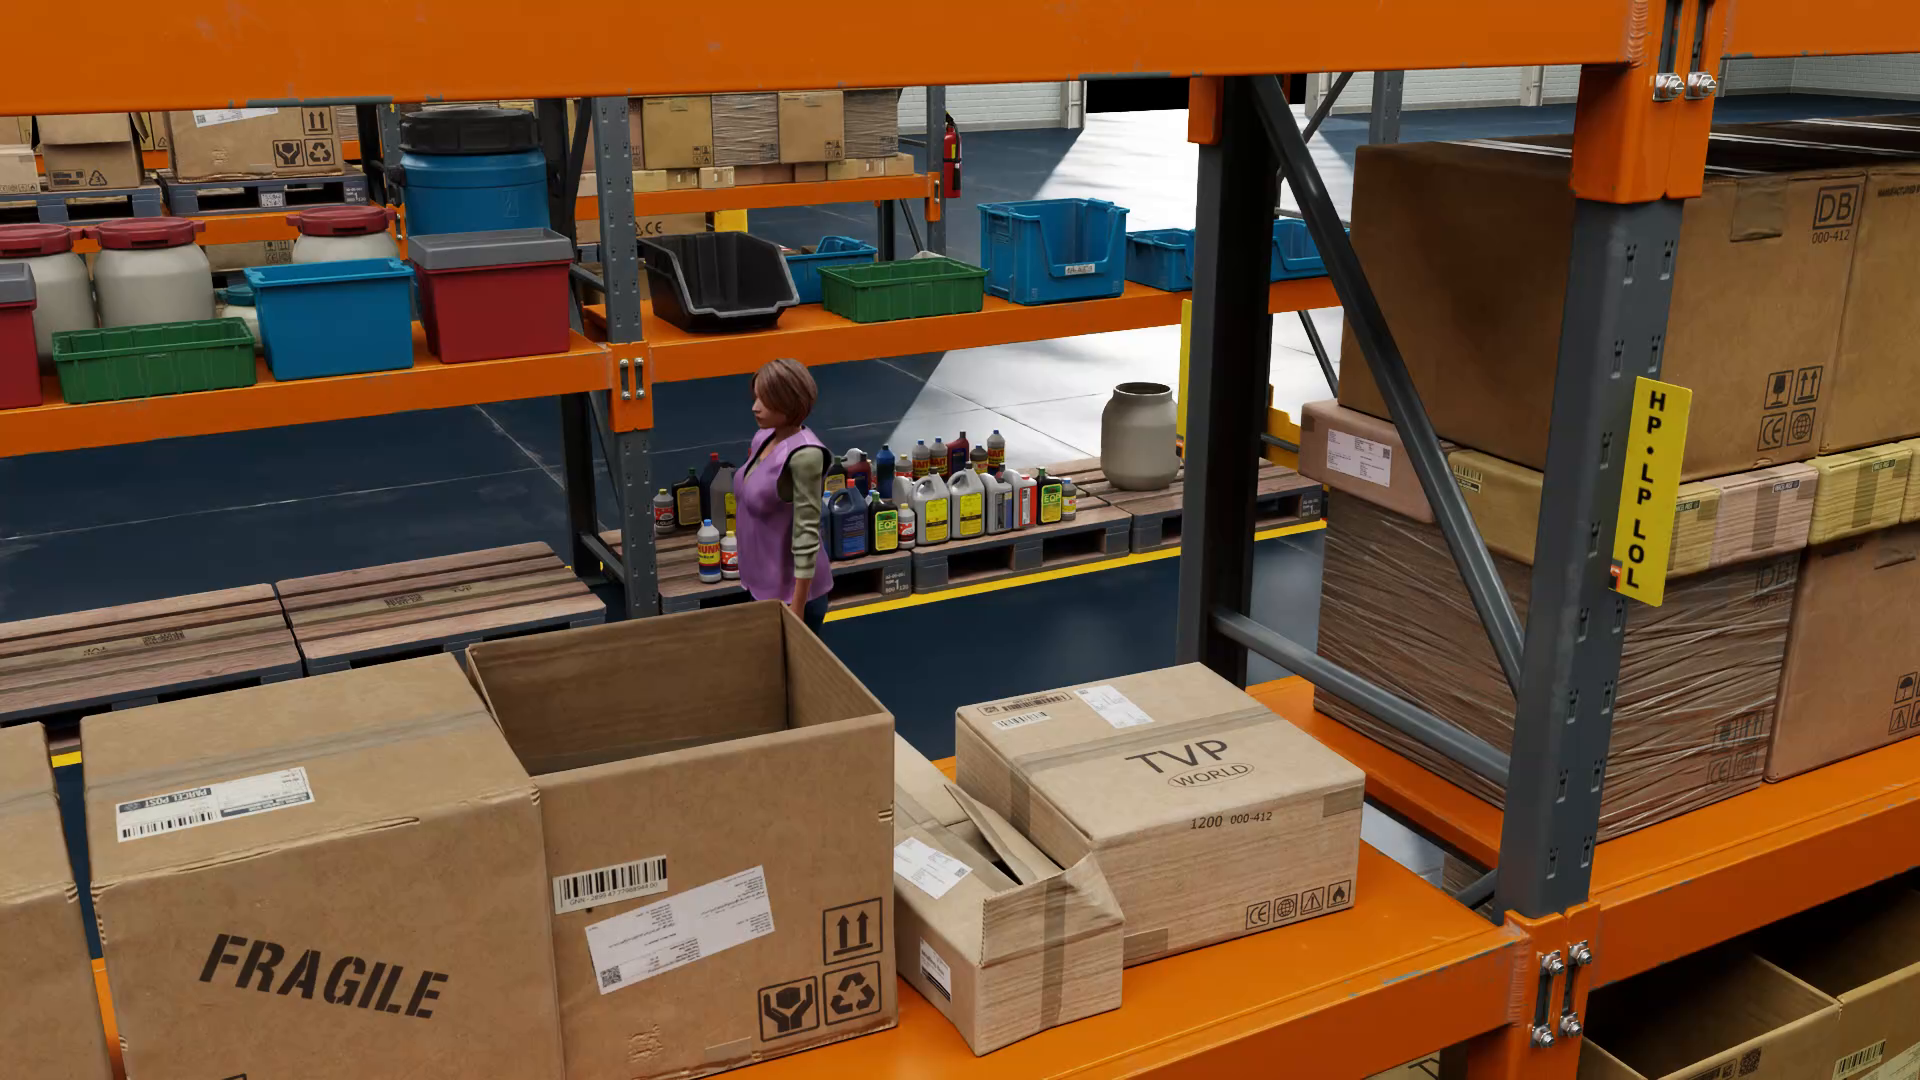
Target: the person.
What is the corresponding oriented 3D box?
[{"bbox_3d":[-0.572,0.188,5.558,0.316,1.624,0.407,-9,21,-25],"label":"person"}]
